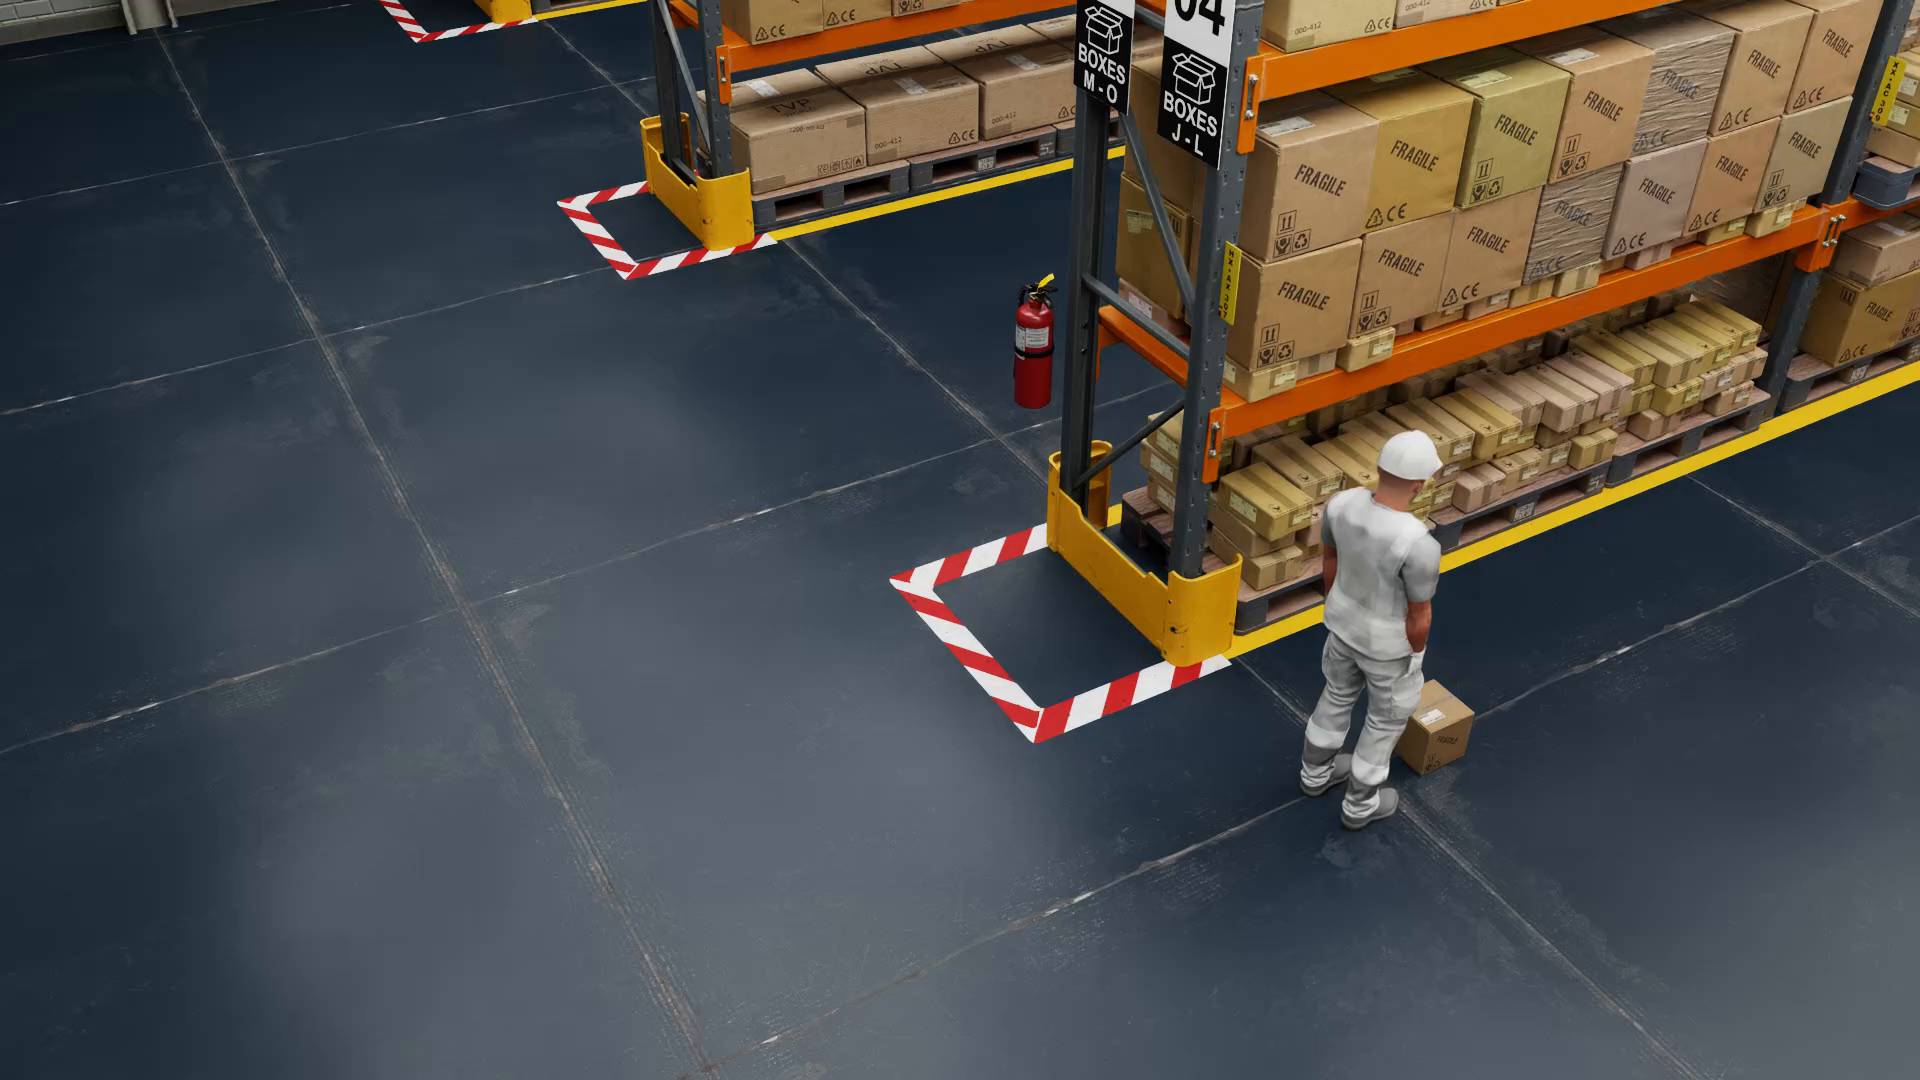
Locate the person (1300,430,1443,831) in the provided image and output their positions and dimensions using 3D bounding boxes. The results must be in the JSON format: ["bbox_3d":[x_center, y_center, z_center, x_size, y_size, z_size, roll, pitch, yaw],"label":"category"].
[{"bbox_3d":[1.599,0.350,6.449,0.364,1.778,0.529,-23,42,-28],"label":"person"}]
